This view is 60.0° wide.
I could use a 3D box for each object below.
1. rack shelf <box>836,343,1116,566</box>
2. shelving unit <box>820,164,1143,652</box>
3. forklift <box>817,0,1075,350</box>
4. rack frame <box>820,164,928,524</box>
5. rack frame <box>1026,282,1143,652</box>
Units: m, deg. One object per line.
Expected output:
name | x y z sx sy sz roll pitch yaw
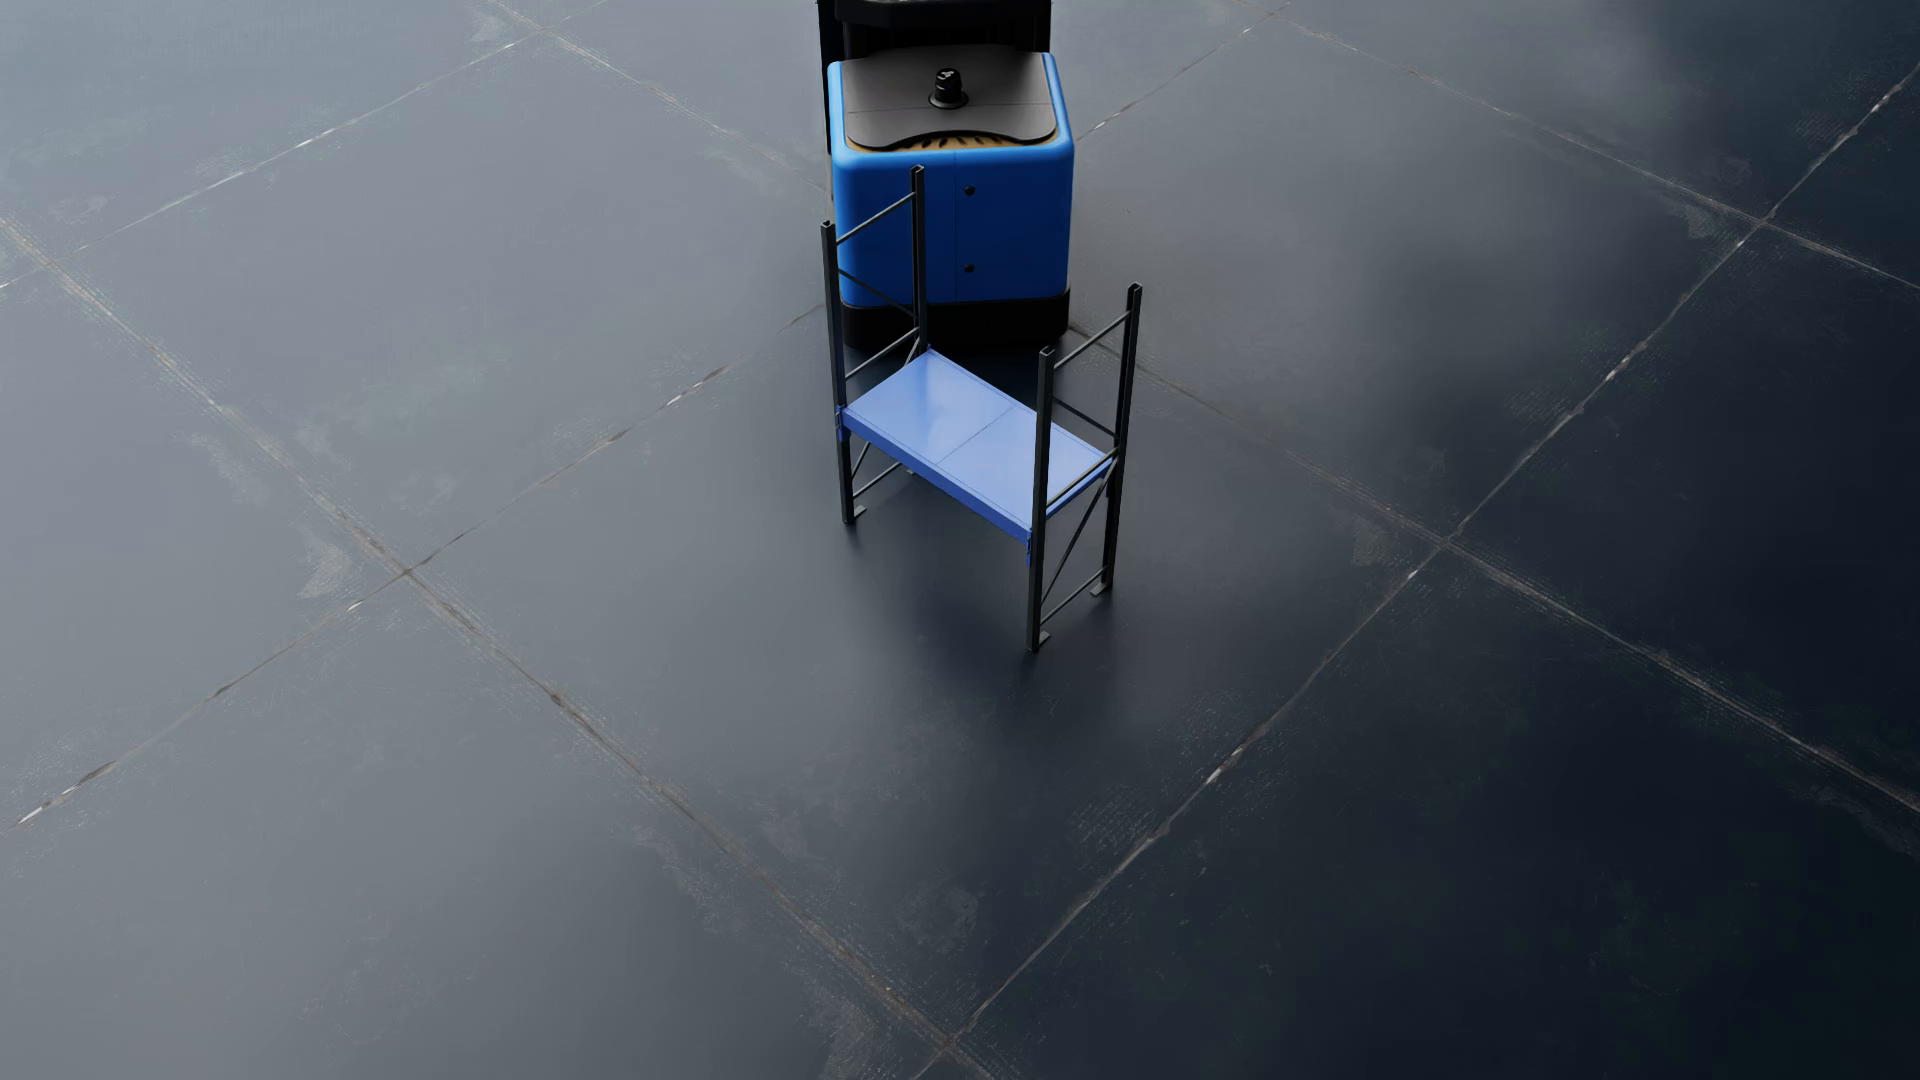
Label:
rack shelf | 0.063 -0.348 6.403 1.000 0.185 0.538 34 55 28
shelving unit | 0.063 -0.471 6.272 1.048 1.500 0.538 34 55 28
forklift | -0.139 -2.943 7.611 1.130 2.935 3.031 -3 47 -3
rack frame | -0.311 -0.723 6.508 0.032 1.500 0.500 34 55 28
rack frame | 0.436 -0.220 6.036 0.032 1.500 0.500 34 55 28
